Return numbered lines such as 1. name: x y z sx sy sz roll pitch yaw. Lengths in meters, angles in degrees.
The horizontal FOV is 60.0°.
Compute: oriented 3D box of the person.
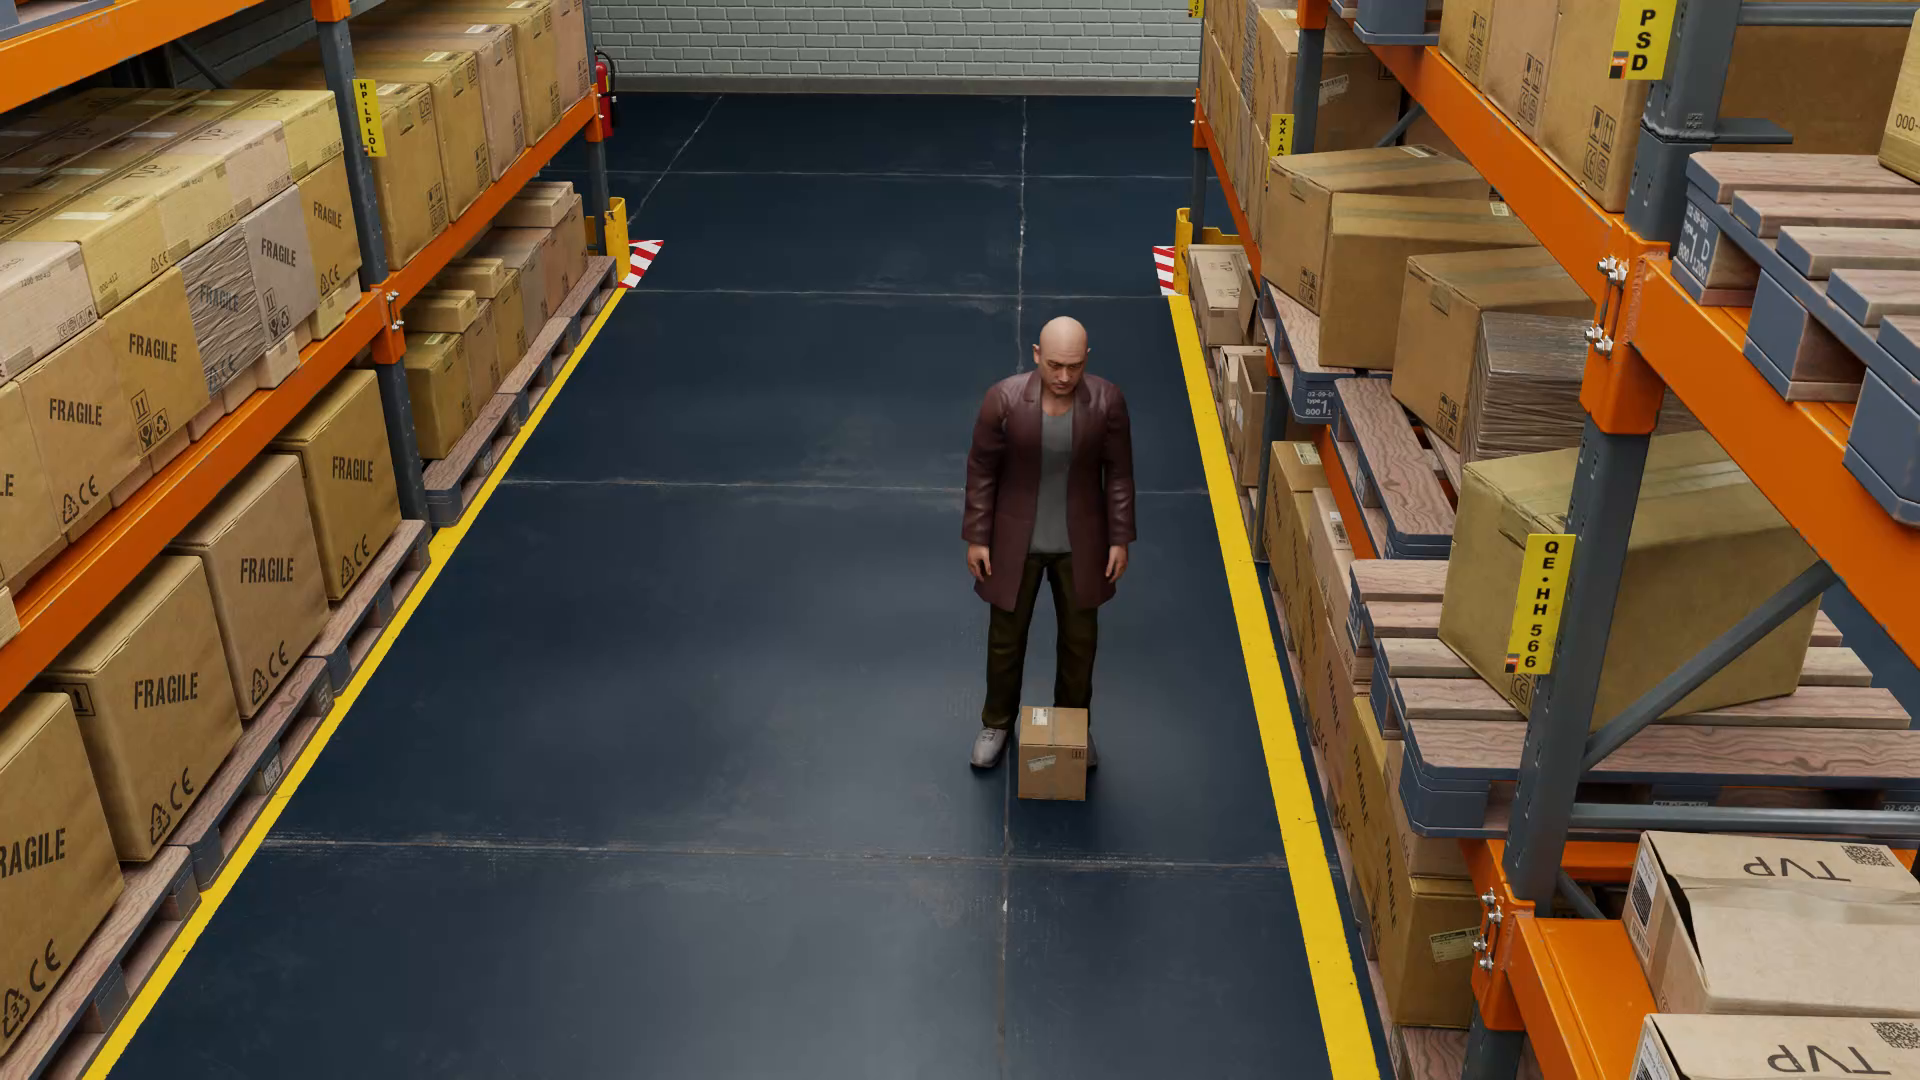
1. person: 0.326 0.011 6.116 0.647 1.773 0.430 0 28 -1
